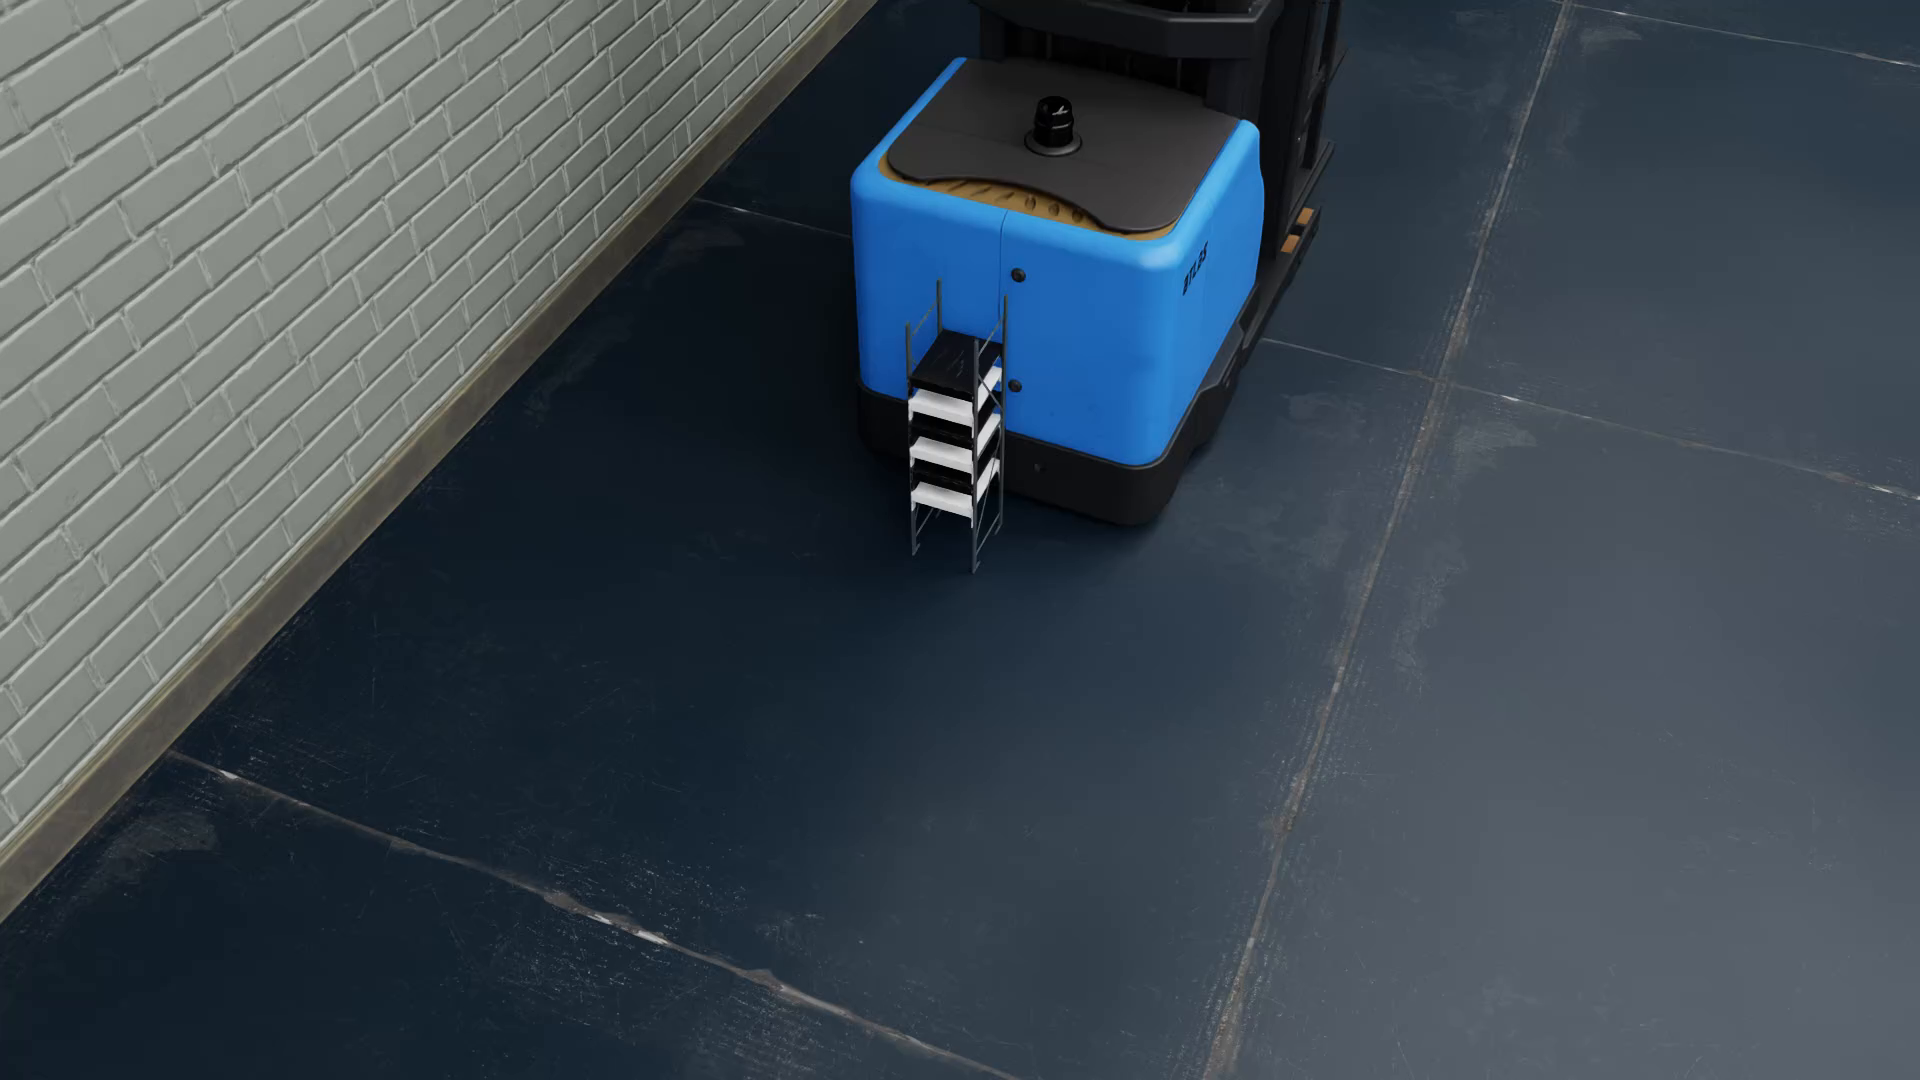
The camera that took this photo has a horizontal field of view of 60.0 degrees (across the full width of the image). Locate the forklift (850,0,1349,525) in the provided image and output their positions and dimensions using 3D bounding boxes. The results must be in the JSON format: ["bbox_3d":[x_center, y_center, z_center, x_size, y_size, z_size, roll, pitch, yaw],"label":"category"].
[{"bbox_3d":[0.727,-2.135,5.318,1.130,2.935,3.031,17,47,17],"label":"forklift"}]

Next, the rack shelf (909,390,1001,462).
[{"bbox_3d":[-0.007,-0.361,4.895,0.200,0.077,0.258,16,47,16],"label":"rack shelf"}]

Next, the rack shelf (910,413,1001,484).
[{"bbox_3d":[-0.007,-0.298,4.958,0.200,0.077,0.258,16,47,16],"label":"rack shelf"}]

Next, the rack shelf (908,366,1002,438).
[{"bbox_3d":[-0.007,-0.425,4.831,0.200,0.077,0.258,16,47,16],"label":"rack shelf"}]

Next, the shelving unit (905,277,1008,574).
[{"bbox_3d":[-0.007,-0.321,4.935,0.210,0.900,0.258,16,47,16],"label":"shelving unit"}]

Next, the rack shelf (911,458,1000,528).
[{"bbox_3d":[-0.007,-0.170,5.085,0.200,0.077,0.258,16,47,16],"label":"rack shelf"}]

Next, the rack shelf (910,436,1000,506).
[{"bbox_3d":[-0.007,-0.234,5.022,0.200,0.077,0.258,16,47,16],"label":"rack shelf"}]

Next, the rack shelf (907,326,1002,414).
[{"bbox_3d":[-0.007,-0.489,4.768,0.200,0.077,0.258,16,47,16],"label":"rack shelf"}]

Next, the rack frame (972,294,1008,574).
[{"bbox_3d":[0.086,-0.294,4.907,0.006,0.900,0.240,16,47,16],"label":"rack frame"}]

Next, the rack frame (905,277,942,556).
[{"bbox_3d":[-0.101,-0.349,4.963,0.006,0.900,0.240,16,47,16],"label":"rack frame"}]
